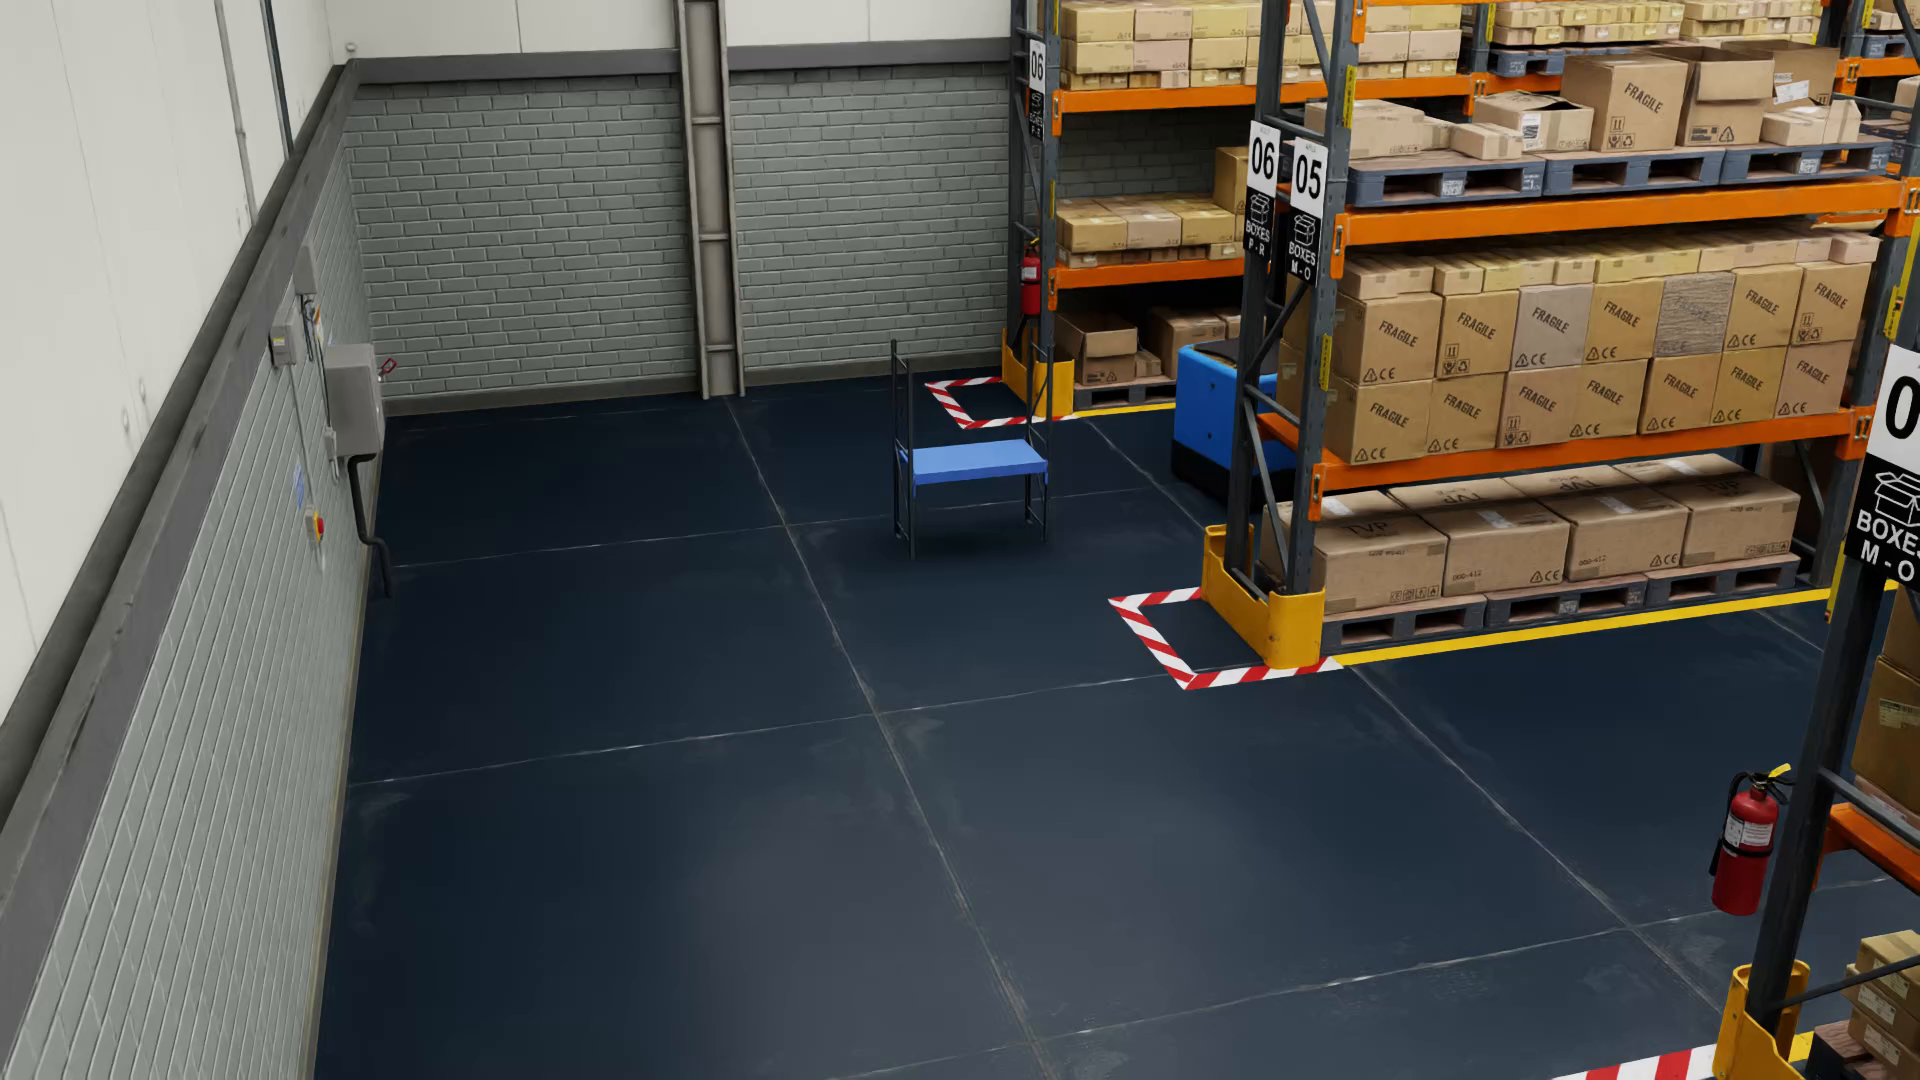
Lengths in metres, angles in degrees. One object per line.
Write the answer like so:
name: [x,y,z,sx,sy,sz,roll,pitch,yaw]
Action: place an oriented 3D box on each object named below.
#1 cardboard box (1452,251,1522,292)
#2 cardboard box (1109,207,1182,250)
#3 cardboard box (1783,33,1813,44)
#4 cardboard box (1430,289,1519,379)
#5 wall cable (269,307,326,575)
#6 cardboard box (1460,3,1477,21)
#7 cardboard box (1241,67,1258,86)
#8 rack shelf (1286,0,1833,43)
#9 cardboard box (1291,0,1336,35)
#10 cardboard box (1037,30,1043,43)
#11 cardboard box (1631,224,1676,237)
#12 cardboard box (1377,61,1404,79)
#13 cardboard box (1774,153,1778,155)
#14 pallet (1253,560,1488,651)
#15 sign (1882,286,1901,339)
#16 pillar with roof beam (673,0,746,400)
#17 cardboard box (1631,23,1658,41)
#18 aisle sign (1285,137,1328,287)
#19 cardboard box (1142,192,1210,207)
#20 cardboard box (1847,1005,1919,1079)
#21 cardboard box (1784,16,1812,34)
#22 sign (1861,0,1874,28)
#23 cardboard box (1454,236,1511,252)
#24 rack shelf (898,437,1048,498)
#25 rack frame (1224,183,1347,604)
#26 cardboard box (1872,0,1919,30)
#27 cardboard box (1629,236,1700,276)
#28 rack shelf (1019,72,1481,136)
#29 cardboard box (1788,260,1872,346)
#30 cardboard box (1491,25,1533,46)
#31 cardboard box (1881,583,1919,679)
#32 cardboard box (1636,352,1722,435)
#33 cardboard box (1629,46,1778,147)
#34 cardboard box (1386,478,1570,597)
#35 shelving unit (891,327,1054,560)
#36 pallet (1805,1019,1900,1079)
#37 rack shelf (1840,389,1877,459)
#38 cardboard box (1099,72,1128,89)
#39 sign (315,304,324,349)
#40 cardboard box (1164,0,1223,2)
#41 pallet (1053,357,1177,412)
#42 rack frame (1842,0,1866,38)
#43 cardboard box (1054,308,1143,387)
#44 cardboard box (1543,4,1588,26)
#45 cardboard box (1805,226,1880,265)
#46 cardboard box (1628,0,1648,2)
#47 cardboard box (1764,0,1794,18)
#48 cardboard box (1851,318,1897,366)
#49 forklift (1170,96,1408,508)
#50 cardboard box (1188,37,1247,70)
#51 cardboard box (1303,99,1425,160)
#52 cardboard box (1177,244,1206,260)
cardboard box: [3.154,-1.616,9.994,0.250,0.149,0.380,-7,24,-16]
cardboard box: [1.625,-2.757,14.685,0.500,0.250,0.500,-6,24,-14]
cardboard box: [7.904,-4.705,15.796,0.500,0.250,0.500,-7,24,-16]
cardboard box: [3.009,-1.312,10.108,0.500,0.500,0.500,-7,24,-16]
wall cable: [-3.448,-0.677,8.697,0.123,1.953,0.585,-6,24,-14]
cardboard box: [4.739,-4.831,15.182,0.250,0.149,0.380,-7,24,-15]
cardboard box: [2.502,-4.025,14.341,0.250,0.149,0.380,-6,24,-14]
rack shelf: [3.900,-3.261,9.858,4.000,0.370,1.077,-6,24,-14]
cardboard box: [3.084,-4.538,14.398,0.500,0.250,0.500,-6,24,-13]
cardboard box: [0.985,-4.287,14.445,0.500,0.250,0.500,-7,24,-15]
cardboard box: [4.455,-2.003,10.897,0.250,0.149,0.380,-7,24,-16]
cardboard box: [3.718,-4.178,14.698,0.250,0.149,0.380,-6,24,-13]
cardboard box: [7.795,-3.785,16.608,0.500,0.500,0.500,-5,24,-12]
pallet: [2.723,0.361,11.141,1.213,0.211,1.003,-6,24,-14]
sign: [5.977,-1.455,10.640,0.005,0.325,0.100,-6,24,-14]
pillar with roof beam: [-1.046,-3.867,9.851,0.400,9.000,9.100,-6,24,-14]
cardboard box: [6.106,-4.632,15.096,0.250,0.149,0.380,-6,24,-13]
aisle sign: [1.984,-1.883,9.536,0.004,0.787,0.394,-6,24,-14]
cardboard box: [1.976,-3.013,15.280,0.500,0.250,0.500,-6,24,-13]
cardboard box: [3.860,2.045,6.763,0.250,0.149,0.380,-6,24,-13]
cardboard box: [7.802,-4.885,15.712,0.250,0.149,0.380,-7,24,-16]
sign: [8.478,-4.952,15.526,0.005,0.325,0.100,-6,24,-14]
cardboard box: [3.254,-1.831,10.496,0.250,0.149,0.380,-7,24,-15]
rack shelf: [0.082,-0.533,12.046,1.000,0.185,0.538,-6,24,-14]
rack frame: [1.975,-0.806,10.324,0.127,3.000,1.000,-6,24,-14]
cardboard box: [9.096,-5.190,15.951,0.500,0.500,0.500,-6,24,-14]
cardboard box: [4.368,-1.769,10.352,0.250,0.149,0.380,-7,24,-15]
rack shelf: [2.556,-3.951,14.761,4.000,0.370,1.077,-6,24,-14]
cardboard box: [5.446,-1.582,10.738,0.500,0.500,0.500,-7,24,-15]
cardboard box: [4.877,-4.499,14.785,0.250,0.149,0.380,-6,24,-14]
cardboard box: [3.783,0.278,6.027,0.500,0.500,0.500,-7,24,-15]
cardboard box: [4.475,-1.015,10.685,0.500,0.500,0.500,-7,24,-15]
cardboard box: [4.536,-2.741,10.239,0.637,0.503,0.797,-4,24,-10]
cardboard box: [3.462,-0.030,11.233,0.875,0.438,0.875,-6,24,-13]
shelving unit: [0.082,-0.698,11.975,1.048,1.500,0.538,-6,24,-14]
pallet: [4.274,2.263,6.708,1.213,0.211,1.003,-6,24,-14]
rack shelf: [7.752,-1.114,11.955,4.000,0.370,1.077,-6,24,-14]
cardboard box: [1.245,-3.936,14.134,0.250,0.149,0.380,-6,24,-13]
sign: [-4.059,-1.346,10.535,0.001,0.242,0.339,-6,24,-14]
cardboard box: [1.977,-4.633,14.618,0.500,0.250,0.500,-6,24,-14]
pallet: [1.471,-1.502,15.482,1.213,0.211,1.003,-6,24,-14]
rack frame: [8.333,-6.299,15.518,0.127,3.000,1.000,-6,24,-14]
cardboard box: [1.245,-1.765,15.192,0.637,0.503,0.797,-7,24,-16]
cardboard box: [5.381,-4.686,14.845,0.250,0.149,0.380,-7,24,-15]
cardboard box: [5.616,-1.882,10.614,0.250,0.149,0.380,-7,24,-15]
cardboard box: [6.216,-5.005,15.588,0.250,0.149,0.380,-6,24,-13]
cardboard box: [7.558,-4.987,15.572,0.250,0.149,0.380,-7,24,-16]
cardboard box: [6.326,-1.332,11.107,0.500,0.250,0.500,-7,24,-16]
forklift: [3.259,-1.978,13.143,3.031,2.935,1.130,-11,26,-24]
cardboard box: [2.111,-4.191,14.223,0.500,0.250,0.500,-7,24,-16]
cardboard box: [2.384,-2.436,9.850,0.500,0.250,0.500,-9,25,-19]
cardboard box: [2.011,-2.625,14.882,0.250,0.149,0.380,-6,24,-14]
